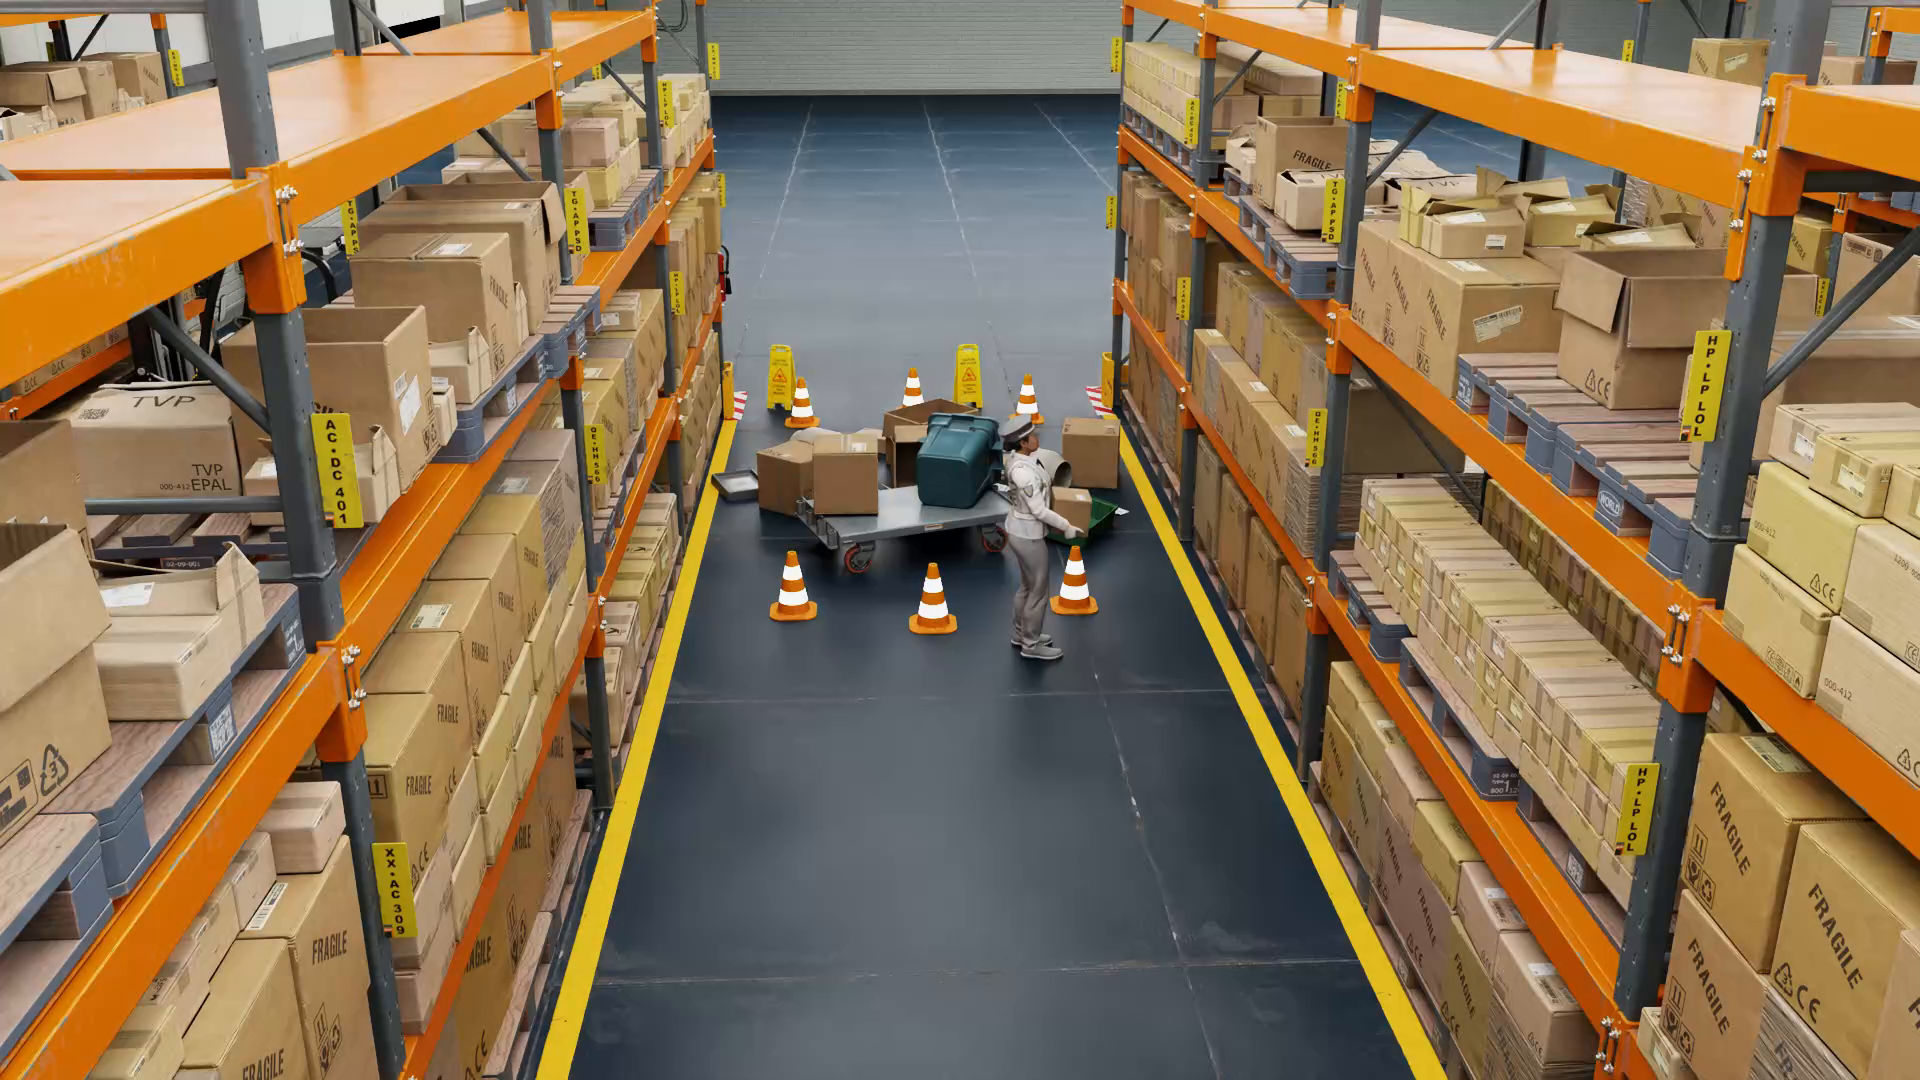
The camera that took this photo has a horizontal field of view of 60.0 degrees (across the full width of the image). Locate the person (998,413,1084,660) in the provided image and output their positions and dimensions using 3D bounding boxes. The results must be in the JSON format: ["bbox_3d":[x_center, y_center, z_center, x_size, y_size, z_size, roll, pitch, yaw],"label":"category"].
[{"bbox_3d":[0.528,-0.032,11.124,0.563,1.687,0.460,-1,21,-3],"label":"person"}]
